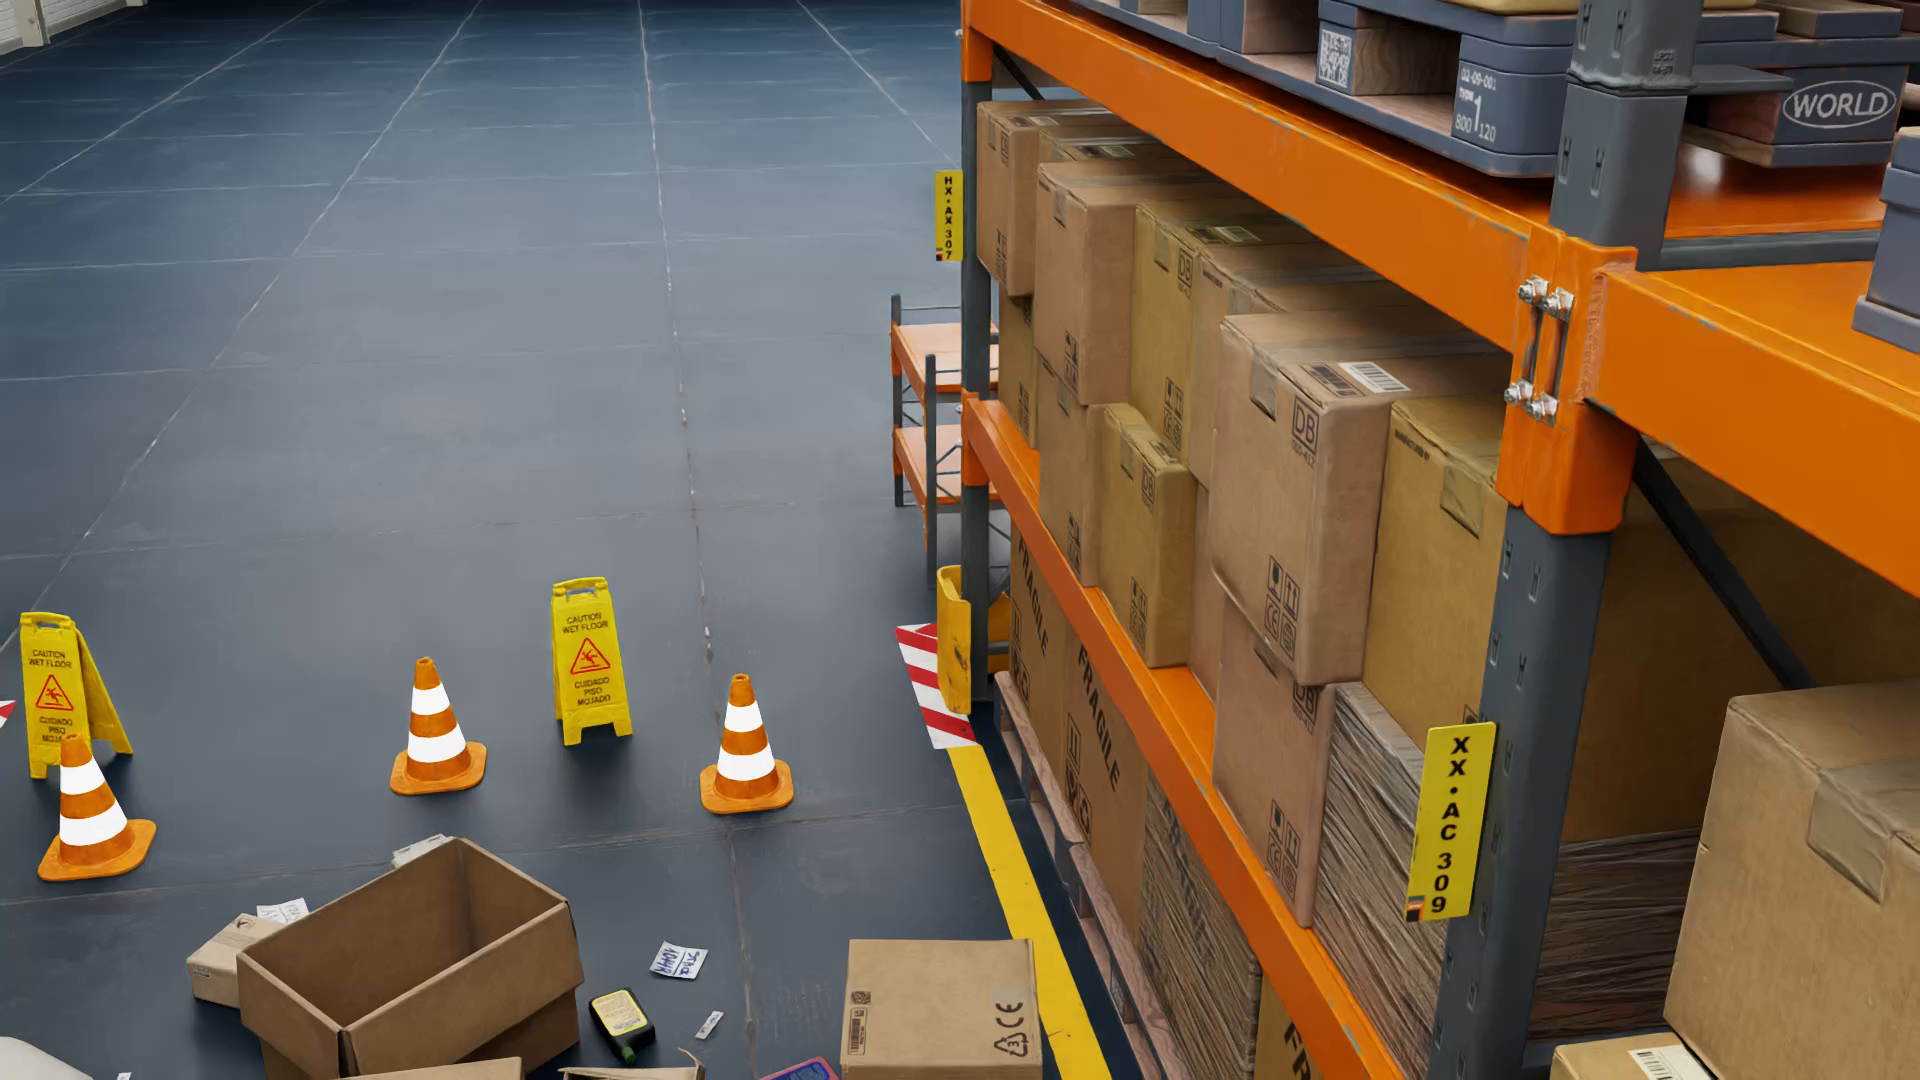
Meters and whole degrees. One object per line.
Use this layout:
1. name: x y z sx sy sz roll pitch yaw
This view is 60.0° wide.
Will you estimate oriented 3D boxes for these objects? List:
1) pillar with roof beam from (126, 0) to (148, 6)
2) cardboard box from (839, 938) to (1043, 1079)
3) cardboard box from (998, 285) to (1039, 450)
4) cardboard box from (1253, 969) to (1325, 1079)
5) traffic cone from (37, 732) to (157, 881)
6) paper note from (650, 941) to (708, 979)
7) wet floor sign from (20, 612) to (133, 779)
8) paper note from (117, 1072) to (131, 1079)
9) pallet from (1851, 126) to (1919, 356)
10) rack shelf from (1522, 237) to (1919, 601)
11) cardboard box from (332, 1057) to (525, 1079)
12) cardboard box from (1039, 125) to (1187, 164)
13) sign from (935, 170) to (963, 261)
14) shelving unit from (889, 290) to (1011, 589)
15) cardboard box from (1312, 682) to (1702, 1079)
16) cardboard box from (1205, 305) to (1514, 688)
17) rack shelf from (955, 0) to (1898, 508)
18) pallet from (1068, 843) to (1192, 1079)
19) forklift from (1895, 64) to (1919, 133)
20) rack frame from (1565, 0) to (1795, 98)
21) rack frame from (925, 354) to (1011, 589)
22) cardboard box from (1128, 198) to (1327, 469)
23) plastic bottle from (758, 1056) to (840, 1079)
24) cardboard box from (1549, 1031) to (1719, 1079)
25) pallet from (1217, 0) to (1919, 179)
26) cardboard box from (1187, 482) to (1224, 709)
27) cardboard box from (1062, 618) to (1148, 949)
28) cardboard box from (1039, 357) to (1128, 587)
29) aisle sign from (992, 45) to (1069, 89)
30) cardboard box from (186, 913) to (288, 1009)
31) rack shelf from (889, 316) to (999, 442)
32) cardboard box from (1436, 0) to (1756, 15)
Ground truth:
1. pillar with roof beam: -11.290 -14.526 30.266 9.100 9.000 0.400 -4 24 -10
2. cardboard box: -0.049 1.409 4.395 0.500 0.500 0.500 0 24 -1
3. cardboard box: 0.620 -0.700 5.917 0.875 0.550 0.550 -4 24 -10
4. cardboard box: 1.199 1.328 3.591 0.875 0.875 0.875 -4 24 -9
5. traffic cone: -2.991 0.869 5.683 0.336 0.463 0.334 -4 24 -10
6. paper note: -0.879 1.314 5.206 0.144 0.017 0.142 4 24 9
7. wet floor sign: -3.322 0.557 6.167 0.267 0.644 0.232 4 24 9
8. paper note: -2.373 1.547 4.696 0.032 0.001 0.123 -4 24 -10
9. pallet: 1.465 -0.130 1.292 0.805 0.209 1.217 -5 24 -12
10. rack shelf: 1.617 0.541 0.414 1.077 0.370 4.000 -4 24 -10
11. cardboard box: -1.345 1.585 3.823 0.797 0.637 0.503 -4 24 -10
12. cardboard box: 0.730 -0.979 5.207 0.875 0.550 0.550 -4 24 -10
13. sign: -0.039 -1.168 5.996 0.100 0.325 0.005 -4 24 -10
14. shelving unit: 0.001 -0.513 8.019 0.538 1.125 1.048 -4 24 -10
15. cardboard box: 1.167 0.587 2.971 0.875 0.550 0.550 -4 24 -10
16. cardboard box: 0.997 -0.119 3.239 0.875 0.550 0.550 -4 24 -10
17. rack shelf: 0.877 -1.032 4.016 1.077 0.370 4.000 -4 24 -10
18. pallet: 0.954 1.292 5.028 1.003 0.211 1.213 -4 24 -10
19. forklift: 3.734 -0.608 5.979 3.031 2.935 1.130 11 26 24
20. rack frame: 1.247 -1.950 1.470 1.000 3.000 0.127 -4 24 -10
21. rack frame: 0.095 -0.313 7.561 0.500 1.125 0.032 -4 24 -10
22. cardboard box: 0.926 -0.550 4.224 0.875 0.550 0.500 -4 24 -10
23. plastic bottle: -0.485 1.543 4.640 0.283 0.061 0.133 -13 27 -28
24. cardboard box: 1.080 0.981 2.132 0.500 0.500 0.500 -4 24 -9
25. pallet: 1.106 -0.857 2.827 1.003 0.211 1.213 -4 24 -10
26. cardboard box: 1.059 0.151 3.969 0.875 0.550 0.550 -4 24 -10
27. cardboard box: 0.862 0.615 5.223 0.875 0.875 0.875 -5 24 -11
28. cardboard box: 0.724 -0.255 4.900 0.875 0.550 0.550 -4 24 -10
29. aisle sign: 0.199 -1.971 5.766 0.394 0.787 0.004 -4 24 -10
30. cardboard box: -2.111 1.305 5.077 0.380 0.149 0.250 8 25 18
31. rack shelf: 0.001 -0.781 7.902 0.538 0.278 1.000 -4 24 -10
32. cardboard box: 0.865 -0.818 2.291 0.380 0.149 0.250 -4 24 -10
